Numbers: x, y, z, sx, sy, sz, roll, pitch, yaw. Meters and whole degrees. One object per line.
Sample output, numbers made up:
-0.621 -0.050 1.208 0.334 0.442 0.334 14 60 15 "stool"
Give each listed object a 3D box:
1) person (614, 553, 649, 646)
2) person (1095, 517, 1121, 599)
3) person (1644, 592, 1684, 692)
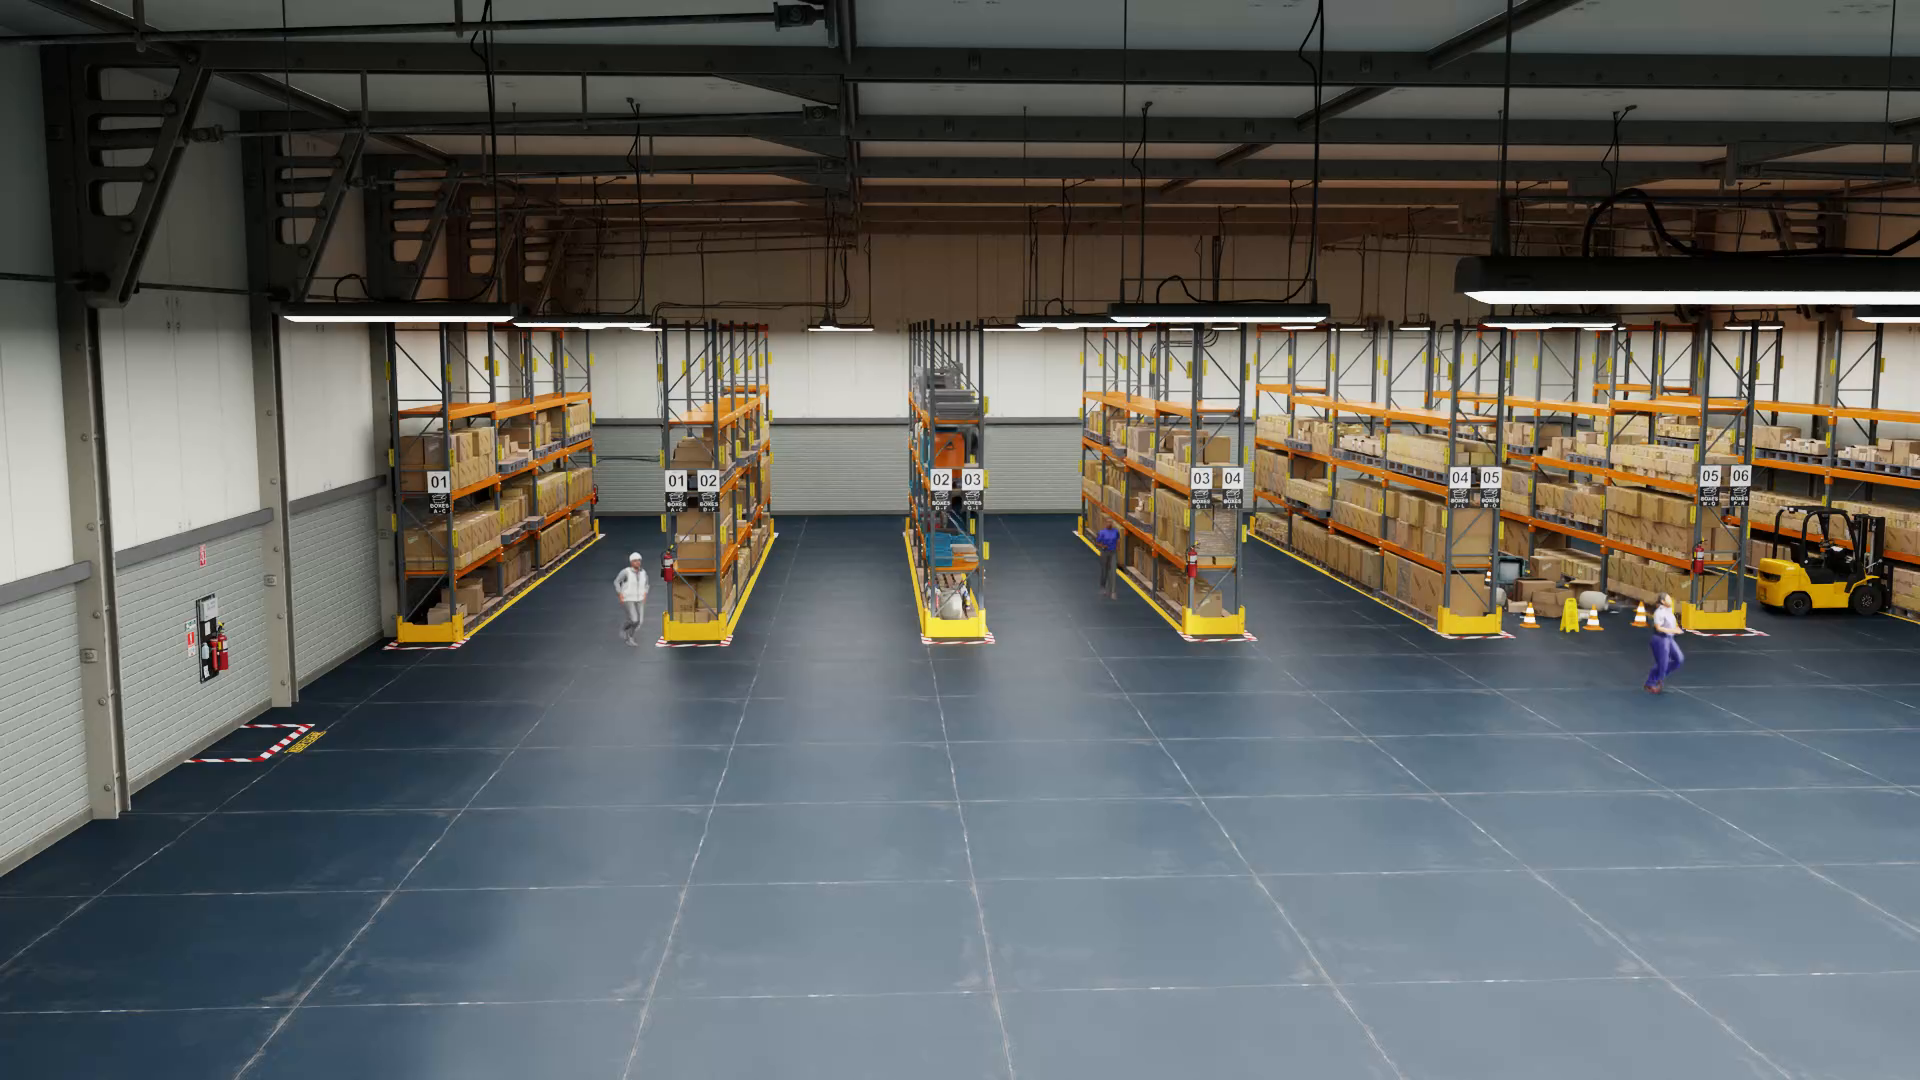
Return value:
-6.019 1.097 30.677 0.656 1.735 0.535 -6 9 -39 "person"
3.088 0.357 34.436 0.582 1.680 0.849 -1 7 -8 "person"
11.267 1.638 26.573 0.570 1.617 0.661 6 9 38 "person"
